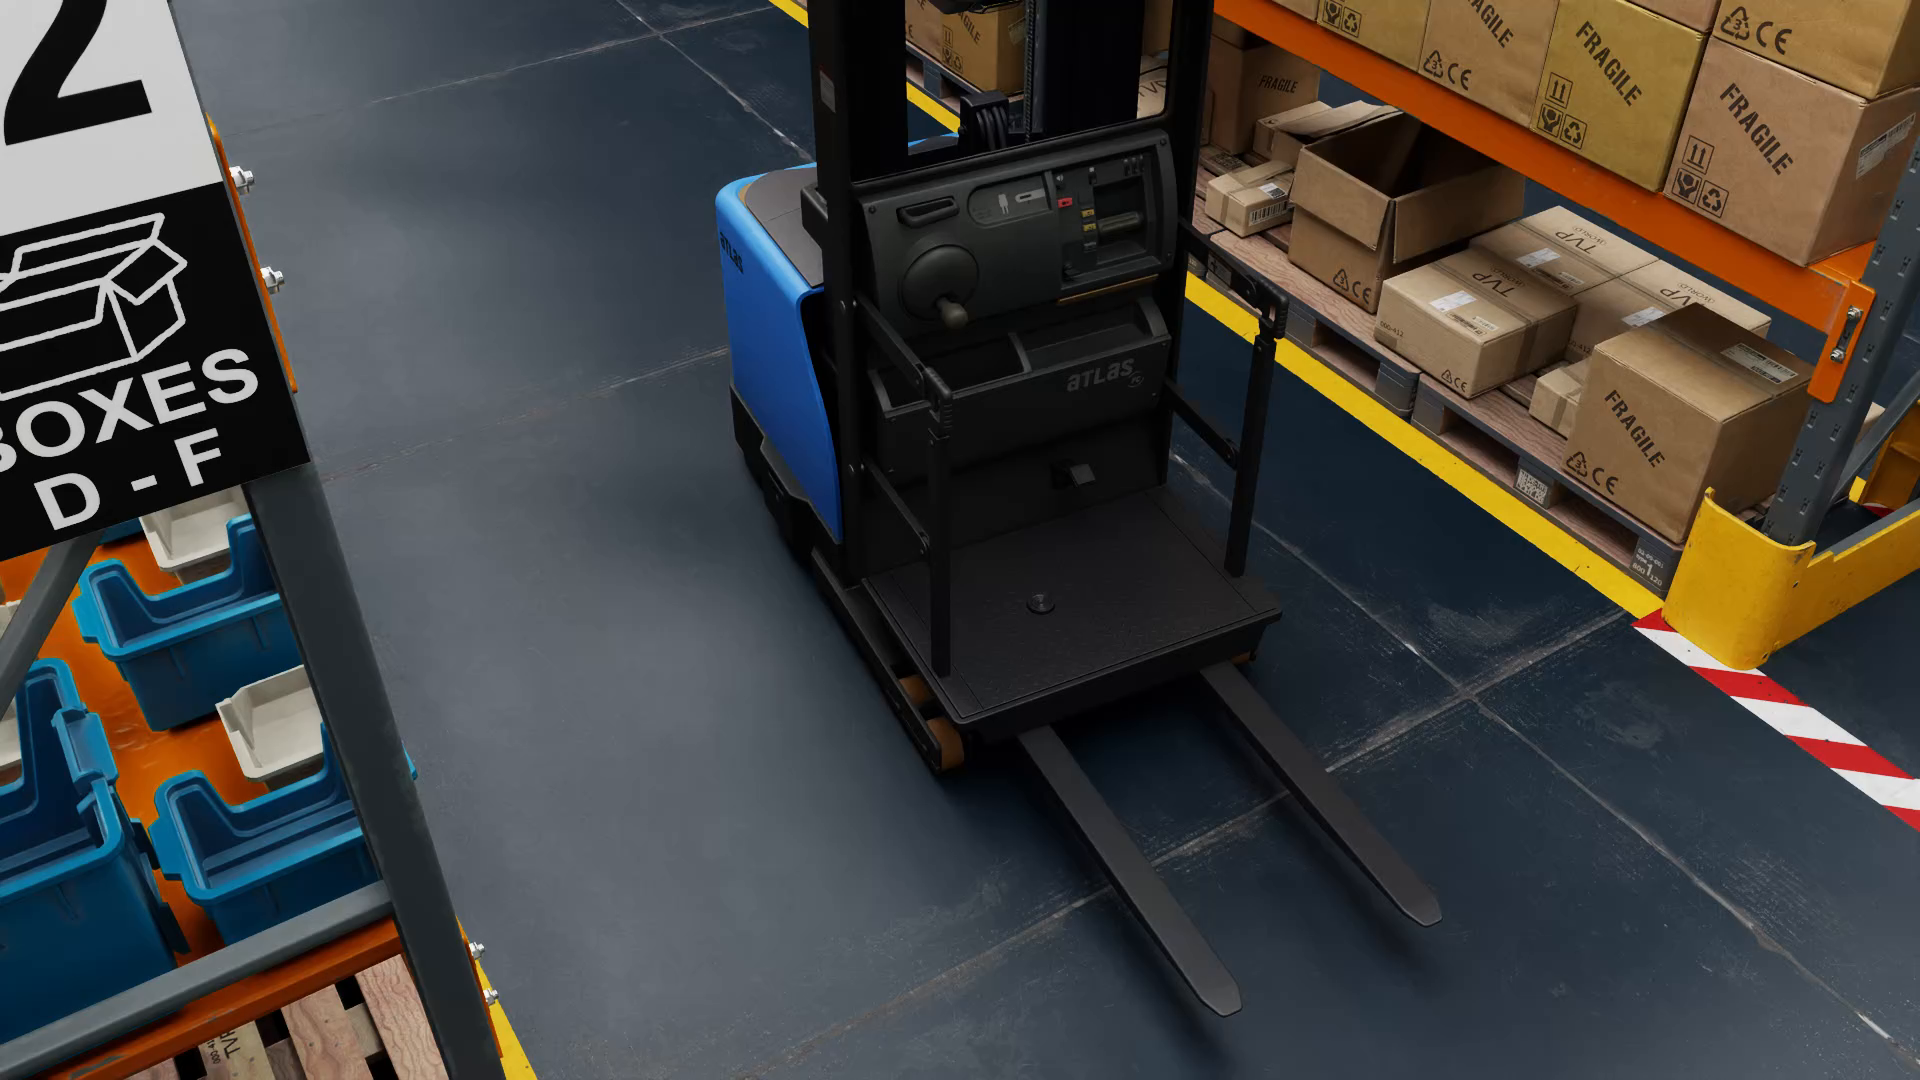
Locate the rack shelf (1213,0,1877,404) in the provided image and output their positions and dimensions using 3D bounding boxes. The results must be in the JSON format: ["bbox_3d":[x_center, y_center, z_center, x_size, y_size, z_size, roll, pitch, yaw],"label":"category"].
[{"bbox_3d":[1.823,-1.779,6.104,1.077,0.370,4.000,-22,45,-24],"label":"rack shelf"}]

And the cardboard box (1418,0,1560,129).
[{"bbox_3d":[1.883,-1.712,5.384,0.500,0.500,0.500,-22,45,-24],"label":"cardboard box"}]

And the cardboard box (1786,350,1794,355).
[{"bbox_3d":[2.829,-0.536,5.919,0.380,0.166,0.250,-22,45,-24],"label":"cardboard box"}]

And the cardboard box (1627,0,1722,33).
[{"bbox_3d":[2.155,-1.816,4.727,0.500,0.500,0.500,-21,44,-23],"label":"cardboard box"}]

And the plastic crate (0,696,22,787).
[{"bbox_3d":[-1.871,0.428,3.053,0.396,0.136,0.243,-22,45,-24],"label":"plastic crate"}]

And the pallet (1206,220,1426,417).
[{"bbox_3d":[1.776,-1.033,6.825,1.003,0.211,1.213,-22,45,-24],"label":"pallet"}]

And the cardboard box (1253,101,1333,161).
[{"bbox_3d":[1.545,-1.817,7.471,0.380,0.149,0.250,-22,45,-24],"label":"cardboard box"}]

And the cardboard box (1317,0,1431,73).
[{"bbox_3d":[1.612,-1.984,5.710,0.500,0.500,0.500,-23,45,-25],"label":"cardboard box"}]

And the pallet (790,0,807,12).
[{"bbox_3d":[-0.382,-3.149,9.364,1.003,0.211,1.213,-22,45,-24],"label":"pallet"}]

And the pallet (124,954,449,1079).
[{"bbox_3d":[-1.691,1.340,3.977,1.003,0.211,1.213,-22,45,-24],"label":"pallet"}]

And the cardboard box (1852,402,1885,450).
[{"bbox_3d":[2.963,-0.394,5.763,0.380,0.149,0.250,-22,45,-24],"label":"cardboard box"}]

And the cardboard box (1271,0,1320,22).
[{"bbox_3d":[1.337,-2.258,6.039,0.500,0.500,0.500,-22,45,-25],"label":"cardboard box"}]

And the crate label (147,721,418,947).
[{"bbox_3d":[-1.135,0.522,2.864,0.416,0.233,0.303,-22,45,-24],"label":"crate label"}]

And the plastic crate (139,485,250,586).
[{"bbox_3d":[-1.603,-0.009,3.577,0.250,0.136,0.298,-22,45,-24],"label":"plastic crate"}]

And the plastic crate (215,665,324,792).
[{"bbox_3d":[-1.238,0.357,3.137,0.250,0.136,0.298,-22,45,-24],"label":"plastic crate"}]

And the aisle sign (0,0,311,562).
[{"bbox_3d":[-0.991,-0.335,1.778,0.394,0.787,0.004,-22,45,-24],"label":"aisle sign"}]

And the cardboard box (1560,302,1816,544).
[{"bbox_3d":[2.398,-0.393,5.488,0.500,0.500,0.500,-22,45,-24],"label":"cardboard box"}]

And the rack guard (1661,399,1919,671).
[{"bbox_3d":[2.858,-0.056,5.427,1.175,0.500,0.348,-22,45,-24],"label":"rack guard"}]

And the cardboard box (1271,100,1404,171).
[{"bbox_3d":[1.696,-1.656,7.151,0.500,0.311,0.500,-22,45,-24],"label":"cardboard box"}]

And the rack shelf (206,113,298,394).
[{"bbox_3d":[-2.355,-1.228,3.100,1.077,0.370,4.000,-22,45,-24],"label":"rack shelf"}]

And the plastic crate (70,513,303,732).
[{"bbox_3d":[-1.489,0.167,3.291,0.416,0.233,0.300,-22,45,-24],"label":"plastic crate"}]

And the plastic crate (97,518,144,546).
[{"bbox_3d":[-1.843,-0.189,3.717,0.416,0.233,0.300,-22,45,-24],"label":"plastic crate"}]

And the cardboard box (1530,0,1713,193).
[{"bbox_3d":[2.146,-1.441,5.058,0.500,0.500,0.500,-22,45,-24],"label":"cardboard box"}]

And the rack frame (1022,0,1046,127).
[{"bbox_3d":[0.748,-3.135,7.169,1.000,3.000,0.127,-22,45,-24],"label":"rack frame"}]

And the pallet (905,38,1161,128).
[{"bbox_3d":[0.278,-2.489,8.573,1.003,0.211,1.213,-22,45,-24],"label":"pallet"}]

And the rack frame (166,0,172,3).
[{"bbox_3d":[-1.280,-1.577,0.614,1.000,3.000,0.127,-22,45,-24],"label":"rack frame"}]

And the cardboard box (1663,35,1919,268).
[{"bbox_3d":[2.428,-1.162,4.723,0.500,0.500,0.500,-21,44,-23],"label":"cardboard box"}]

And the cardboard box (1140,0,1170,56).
[{"bbox_3d":[0.693,-2.688,8.242,0.500,0.500,0.500,-24,46,-26],"label":"cardboard box"}]

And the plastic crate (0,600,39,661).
[{"bbox_3d":[-2.015,0.266,3.246,0.396,0.136,0.243,-22,45,-24],"label":"plastic crate"}]

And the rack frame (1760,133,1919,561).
[{"bbox_3d":[2.898,-0.976,4.578,1.000,3.000,0.127,-22,45,-24],"label":"rack frame"}]

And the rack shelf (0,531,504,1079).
[{"bbox_3d":[-2.355,-0.076,4.060,1.077,0.370,4.000,-22,45,-24],"label":"rack shelf"}]

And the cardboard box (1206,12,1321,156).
[{"bbox_3d":[1.293,-2.134,7.576,0.500,0.500,0.500,-22,45,-24],"label":"cardboard box"}]

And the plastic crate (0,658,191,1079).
[{"bbox_3d":[-1.617,0.574,2.643,0.616,0.435,0.499,-22,45,-24],"label":"plastic crate"}]

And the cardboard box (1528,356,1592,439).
[{"bbox_3d":[2.256,-0.515,5.894,0.380,0.166,0.250,-22,45,-24],"label":"cardboard box"}]

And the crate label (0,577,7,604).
[{"bbox_3d":[-2.185,0.124,3.417,0.396,0.136,0.243,-22,45,-24],"label":"crate label"}]

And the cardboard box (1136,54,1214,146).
[{"bbox_3d":[0.791,-1.970,7.527,0.500,0.311,0.500,-22,45,-24],"label":"cardboard box"}]

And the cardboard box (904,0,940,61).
[{"bbox_3d":[-0.018,-2.781,8.353,0.500,0.500,0.500,-22,45,-24],"label":"cardboard box"}]

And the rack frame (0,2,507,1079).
[{"bbox_3d":[-1.280,0.727,2.534,1.000,3.000,0.127,-22,45,-24],"label":"rack frame"}]

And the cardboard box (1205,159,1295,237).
[{"bbox_3d":[1.264,-1.451,7.018,0.380,0.166,0.250,-22,45,-24],"label":"cardboard box"}]

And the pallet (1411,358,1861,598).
[{"bbox_3d":[2.428,-0.375,6.036,1.003,0.211,1.213,-22,45,-24],"label":"pallet"}]

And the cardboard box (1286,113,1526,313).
[{"bbox_3d":[1.762,-1.332,6.612,0.797,0.503,0.637,-22,45,-24],"label":"cardboard box"}]

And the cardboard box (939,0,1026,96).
[{"bbox_3d":[0.241,-2.511,8.029,0.500,0.500,0.500,-22,45,-25],"label":"cardboard box"}]

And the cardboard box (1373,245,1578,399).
[{"bbox_3d":[1.913,-0.820,6.195,0.500,0.250,0.500,-22,45,-24],"label":"cardboard box"}]

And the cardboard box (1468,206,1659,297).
[{"bbox_3d":[2.308,-1.019,6.434,0.500,0.250,0.500,-22,45,-24],"label":"cardboard box"}]

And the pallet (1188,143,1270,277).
[{"bbox_3d":[1.116,-1.692,7.616,1.003,0.211,1.213,-22,45,-24],"label":"pallet"}]

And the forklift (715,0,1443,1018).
[{"bbox_3d":[0.273,-0.766,4.380,1.130,2.935,3.031,-17,43,-20],"label":"forklift"}]

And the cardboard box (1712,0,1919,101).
[{"bbox_3d":[2.427,-1.544,4.400,0.500,0.500,0.500,-23,45,-25],"label":"cardboard box"}]

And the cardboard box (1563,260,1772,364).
[{"bbox_3d":[2.576,-0.749,6.110,0.500,0.250,0.500,-22,45,-24],"label":"cardboard box"}]
